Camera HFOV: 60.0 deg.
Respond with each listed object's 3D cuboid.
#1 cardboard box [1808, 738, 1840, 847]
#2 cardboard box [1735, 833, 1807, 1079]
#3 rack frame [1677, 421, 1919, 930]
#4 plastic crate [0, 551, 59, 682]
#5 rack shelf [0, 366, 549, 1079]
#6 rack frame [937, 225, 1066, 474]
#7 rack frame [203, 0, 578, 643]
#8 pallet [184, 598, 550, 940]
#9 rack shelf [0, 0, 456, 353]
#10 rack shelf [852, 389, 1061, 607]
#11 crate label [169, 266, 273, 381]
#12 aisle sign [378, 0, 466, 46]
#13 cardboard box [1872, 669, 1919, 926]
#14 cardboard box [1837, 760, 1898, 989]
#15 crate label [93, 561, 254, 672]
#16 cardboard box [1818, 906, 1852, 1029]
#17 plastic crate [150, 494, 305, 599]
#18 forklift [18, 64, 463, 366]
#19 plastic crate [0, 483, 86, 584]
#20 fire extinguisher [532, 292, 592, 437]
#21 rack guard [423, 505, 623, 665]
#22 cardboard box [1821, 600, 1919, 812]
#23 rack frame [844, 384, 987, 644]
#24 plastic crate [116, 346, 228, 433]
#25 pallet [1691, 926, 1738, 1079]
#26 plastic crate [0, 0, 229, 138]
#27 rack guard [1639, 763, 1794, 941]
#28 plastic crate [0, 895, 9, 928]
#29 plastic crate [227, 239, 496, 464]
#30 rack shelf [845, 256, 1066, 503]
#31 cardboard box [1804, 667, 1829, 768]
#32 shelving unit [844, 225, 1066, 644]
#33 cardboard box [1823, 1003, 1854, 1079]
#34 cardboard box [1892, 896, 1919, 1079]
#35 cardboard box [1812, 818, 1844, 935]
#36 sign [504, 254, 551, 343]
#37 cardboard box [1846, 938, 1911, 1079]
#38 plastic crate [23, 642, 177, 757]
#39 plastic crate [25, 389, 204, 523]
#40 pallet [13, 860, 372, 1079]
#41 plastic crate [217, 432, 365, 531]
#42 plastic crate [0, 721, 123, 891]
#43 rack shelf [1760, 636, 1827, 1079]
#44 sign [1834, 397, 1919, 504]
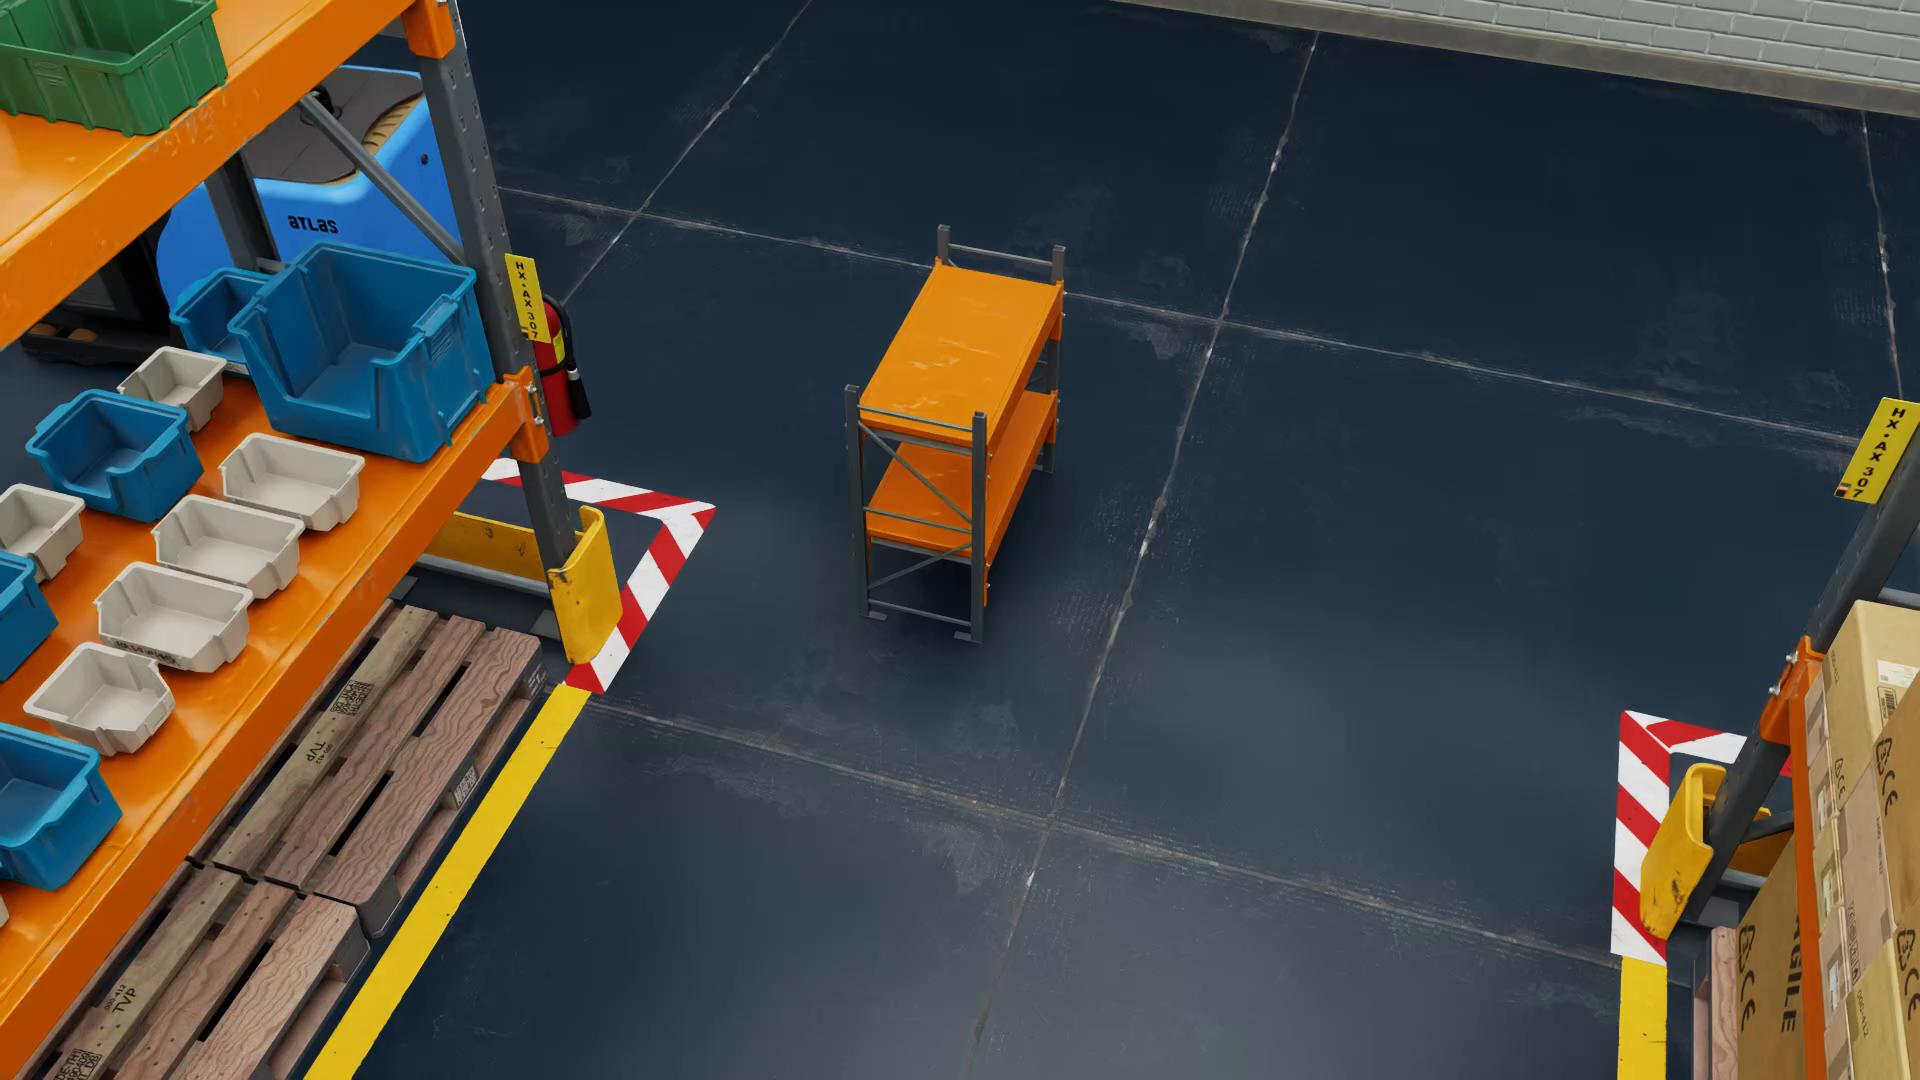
[{"bbox_3d":[2.325,0.667,4.103,0.380,0.149,0.250,12,46,12],"label":"cardboard box"},{"bbox_3d":[2.706,1.292,4.504,0.875,0.875,0.875,13,46,13],"label":"cardboard box"},{"bbox_3d":[2.824,0.239,4.361,1.000,3.000,0.127,13,46,13],"label":"rack frame"},{"bbox_3d":[-2.684,0.201,4.477,0.416,0.233,0.300,13,46,13],"label":"plastic crate"},{"bbox_3d":[-2.502,0.780,4.322,1.077,0.370,4.000,13,46,13],"label":"rack shelf"},{"bbox_3d":[0.156,-0.745,6.707,0.500,1.125,0.032,13,46,13],"label":"rack frame"},{"bbox_3d":[-1.897,-0.810,5.433,1.000,3.000,0.127,13,46,13],"label":"rack frame"},{"bbox_3d":[-2.183,0.728,5.855,1.003,0.211,1.213,13,46,13],"label":"pallet"},{"bbox_3d":[-2.502,-0.292,3.273,1.077,0.370,4.000,13,46,13],"label":"rack shelf"},{"bbox_3d":[0.002,-0.232,6.532,0.538,0.278,1.000,13,46,13],"label":"rack shelf"},{"bbox_3d":[-2.285,-0.677,5.373,0.416,0.233,0.303,13,46,13],"label":"crate label"},{"bbox_3d":[-1.596,-1.725,4.509,0.394,0.787,0.004,13,46,13],"label":"aisle sign"},{"bbox_3d":[2.270,0.515,3.438,0.500,0.500,0.500,12,46,12],"label":"cardboard box"},{"bbox_3d":[2.270,0.797,3.685,0.500,0.250,0.500,12,46,12],"label":"cardboard box"},{"bbox_3d":[-2.134,0.226,4.520,0.396,0.136,0.243,13,46,13],"label":"crate label"},{"bbox_3d":[2.170,1.012,3.751,0.380,0.149,0.250,12,46,12],"label":"cardboard box"},{"bbox_3d":[-2.073,0.035,4.715,0.396,0.136,0.243,13,46,13],"label":"plastic crate"},{"bbox_3d":[-3.783,-2.194,6.896,3.031,2.935,1.130,8,45,8],"label":"forklift"},{"bbox_3d":[-2.667,0.006,4.744,0.250,0.136,0.298,13,46,13],"label":"plastic crate"},{"bbox_3d":[-1.418,-0.653,5.595,0.296,0.674,0.183,13,46,13],"label":"fire extinguisher"},{"bbox_3d":[-1.902,0.065,6.326,1.175,0.500,0.348,13,46,13],"label":"rack guard"},{"bbox_3d":[2.421,0.449,4.041,0.500,0.250,0.500,11,46,11],"label":"cardboard box"},{"bbox_3d":[-0.152,-0.068,6.015,0.500,1.125,0.032,13,46,13],"label":"rack frame"},{"bbox_3d":[-2.461,-0.446,5.207,0.250,0.136,0.298,13,46,13],"label":"plastic crate"},{"bbox_3d":[2.656,1.786,4.774,1.003,0.211,1.213,13,46,13],"label":"pallet"},{"bbox_3d":[-1.923,-1.088,3.724,0.450,0.188,0.336,13,46,13],"label":"plastic crate"},{"bbox_3d":[2.831,1.117,5.251,1.175,0.500,0.348,13,46,13],"label":"rack guard"},{"bbox_3d":[-2.470,0.899,3.729,0.437,0.282,0.530,13,46,13],"label":"plastic crate"},{"bbox_3d":[-1.820,-0.581,5.131,0.616,0.435,0.499,13,46,13],"label":"plastic crate"},{"bbox_3d":[0.002,-0.616,6.156,0.538,0.278,1.000,13,46,13],"label":"rack shelf"},{"bbox_3d":[2.402,0.496,4.278,0.380,0.149,0.250,13,46,13],"label":"cardboard box"},{"bbox_3d":[0.002,-0.407,6.361,0.538,1.125,1.048,13,46,13],"label":"shelving unit"},{"bbox_3d":[2.092,1.181,3.578,0.380,0.149,0.250,12,46,12],"label":"cardboard box"},{"bbox_3d":[2.118,0.861,3.084,0.500,0.500,0.500,11,46,11],"label":"cardboard box"},{"bbox_3d":[2.248,0.838,3.929,0.380,0.149,0.250,12,46,12],"label":"cardboard box"},{"bbox_3d":[-1.368,-0.762,5.268,0.100,0.325,0.005,13,46,13],"label":"sign"},{"bbox_3d":[2.114,1.131,3.344,0.500,0.250,0.500,11,45,11],"label":"cardboard box"},{"bbox_3d":[-2.206,0.427,4.314,0.298,0.136,0.250,13,46,13],"label":"plastic crate"},{"bbox_3d":[-2.485,-0.238,4.925,0.416,0.233,0.300,13,46,13],"label":"plastic crate"},{"bbox_3d":[-2.555,1.539,5.026,1.003,0.211,1.213,13,46,13],"label":"pallet"},{"bbox_3d":[-1.971,-0.155,4.909,0.396,0.136,0.243,13,46,13],"label":"plastic crate"},{"bbox_3d":[-2.274,0.652,4.016,0.416,0.233,0.300,13,46,13],"label":"plastic crate"},{"bbox_3d":[2.218,1.830,3.250,1.077,0.370,4.000,13,46,13],"label":"rack shelf"},{"bbox_3d":[2.297,-0.220,4.154,0.100,0.325,0.005,13,46,13],"label":"sign"}]
